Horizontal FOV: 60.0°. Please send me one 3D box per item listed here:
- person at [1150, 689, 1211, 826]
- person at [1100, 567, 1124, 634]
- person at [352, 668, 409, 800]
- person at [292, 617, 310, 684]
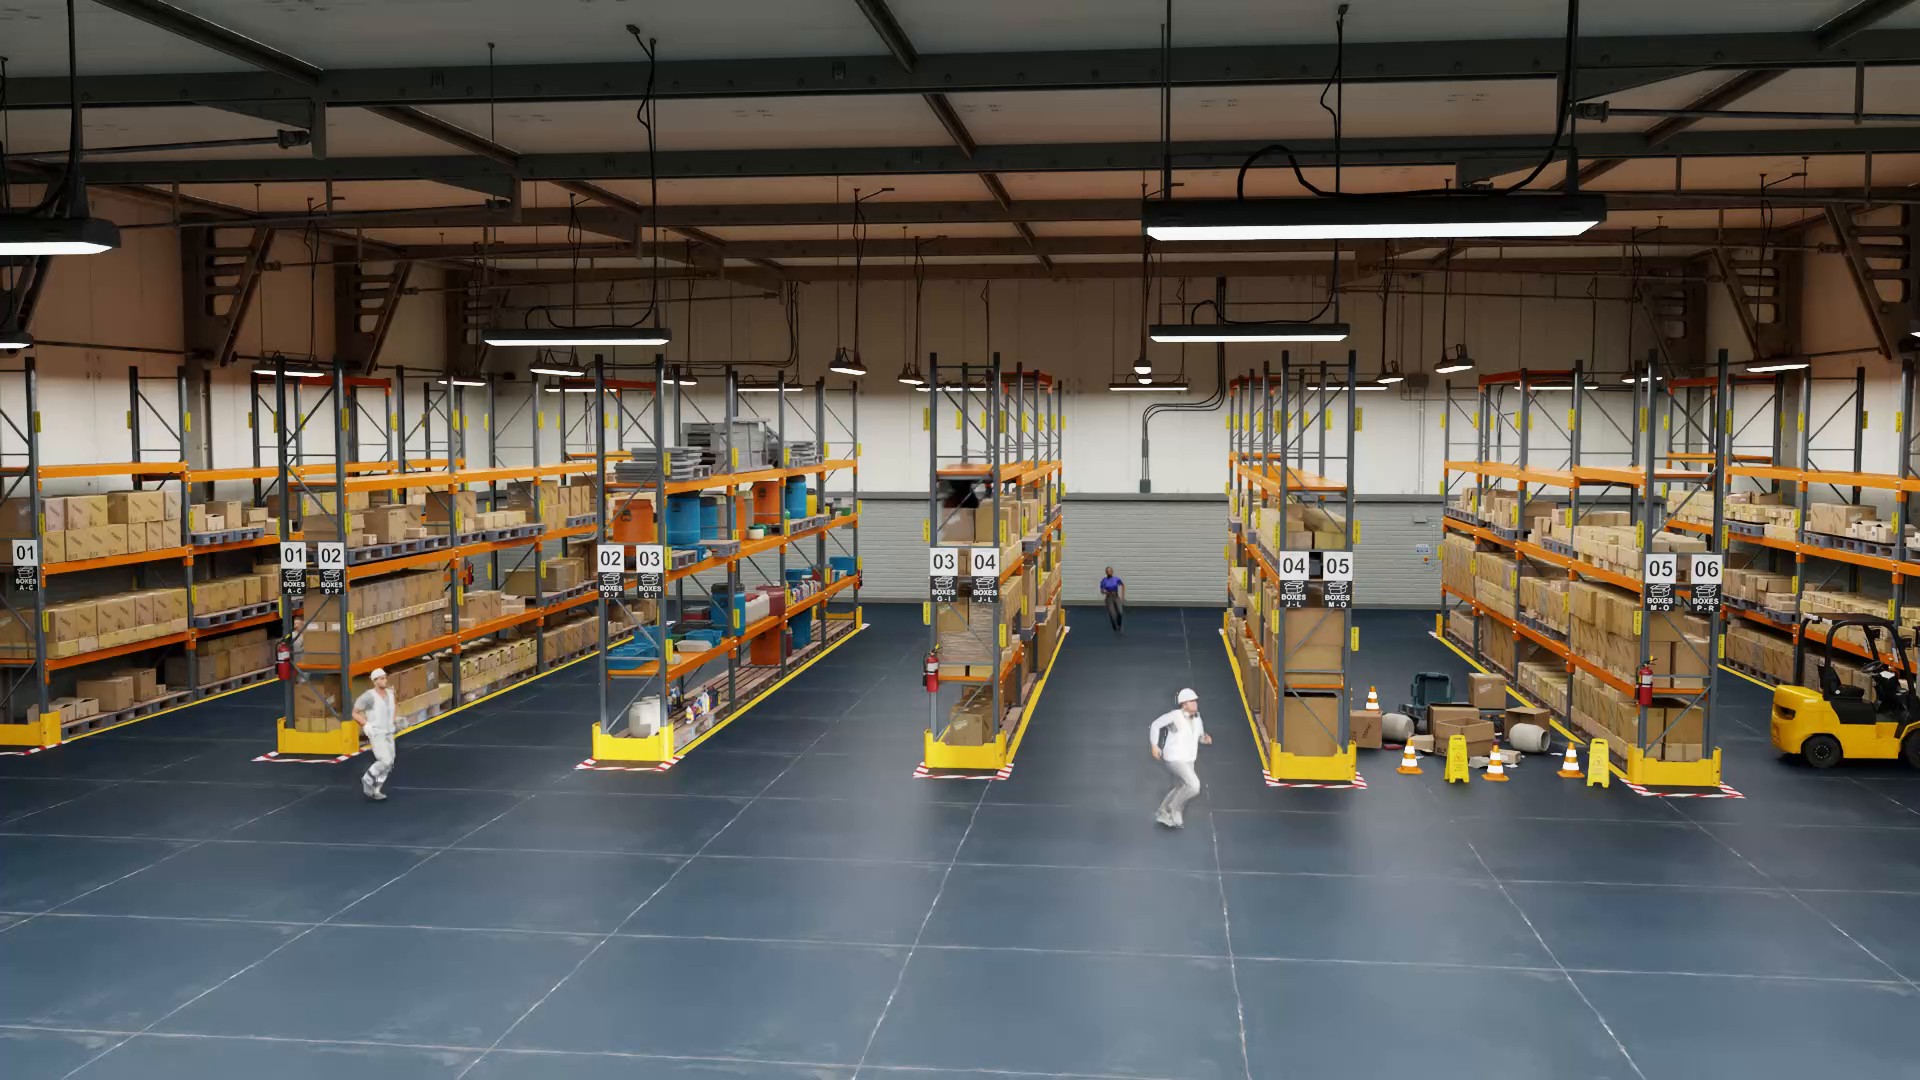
[{"bbox_3d":[2.727,2.677,20.373,0.690,1.723,0.766,-4,6,-43],"label":"person"},{"bbox_3d":[3.594,1.430,39.176,0.590,1.592,0.564,0,4,0],"label":"person"},{"bbox_3d":[-7.626,2.567,21.972,0.570,1.739,0.634,2,4,25],"label":"person"},{"bbox_3d":[-11.270,2.146,28.488,0.518,1.696,0.887,0,4,4],"label":"person"}]
